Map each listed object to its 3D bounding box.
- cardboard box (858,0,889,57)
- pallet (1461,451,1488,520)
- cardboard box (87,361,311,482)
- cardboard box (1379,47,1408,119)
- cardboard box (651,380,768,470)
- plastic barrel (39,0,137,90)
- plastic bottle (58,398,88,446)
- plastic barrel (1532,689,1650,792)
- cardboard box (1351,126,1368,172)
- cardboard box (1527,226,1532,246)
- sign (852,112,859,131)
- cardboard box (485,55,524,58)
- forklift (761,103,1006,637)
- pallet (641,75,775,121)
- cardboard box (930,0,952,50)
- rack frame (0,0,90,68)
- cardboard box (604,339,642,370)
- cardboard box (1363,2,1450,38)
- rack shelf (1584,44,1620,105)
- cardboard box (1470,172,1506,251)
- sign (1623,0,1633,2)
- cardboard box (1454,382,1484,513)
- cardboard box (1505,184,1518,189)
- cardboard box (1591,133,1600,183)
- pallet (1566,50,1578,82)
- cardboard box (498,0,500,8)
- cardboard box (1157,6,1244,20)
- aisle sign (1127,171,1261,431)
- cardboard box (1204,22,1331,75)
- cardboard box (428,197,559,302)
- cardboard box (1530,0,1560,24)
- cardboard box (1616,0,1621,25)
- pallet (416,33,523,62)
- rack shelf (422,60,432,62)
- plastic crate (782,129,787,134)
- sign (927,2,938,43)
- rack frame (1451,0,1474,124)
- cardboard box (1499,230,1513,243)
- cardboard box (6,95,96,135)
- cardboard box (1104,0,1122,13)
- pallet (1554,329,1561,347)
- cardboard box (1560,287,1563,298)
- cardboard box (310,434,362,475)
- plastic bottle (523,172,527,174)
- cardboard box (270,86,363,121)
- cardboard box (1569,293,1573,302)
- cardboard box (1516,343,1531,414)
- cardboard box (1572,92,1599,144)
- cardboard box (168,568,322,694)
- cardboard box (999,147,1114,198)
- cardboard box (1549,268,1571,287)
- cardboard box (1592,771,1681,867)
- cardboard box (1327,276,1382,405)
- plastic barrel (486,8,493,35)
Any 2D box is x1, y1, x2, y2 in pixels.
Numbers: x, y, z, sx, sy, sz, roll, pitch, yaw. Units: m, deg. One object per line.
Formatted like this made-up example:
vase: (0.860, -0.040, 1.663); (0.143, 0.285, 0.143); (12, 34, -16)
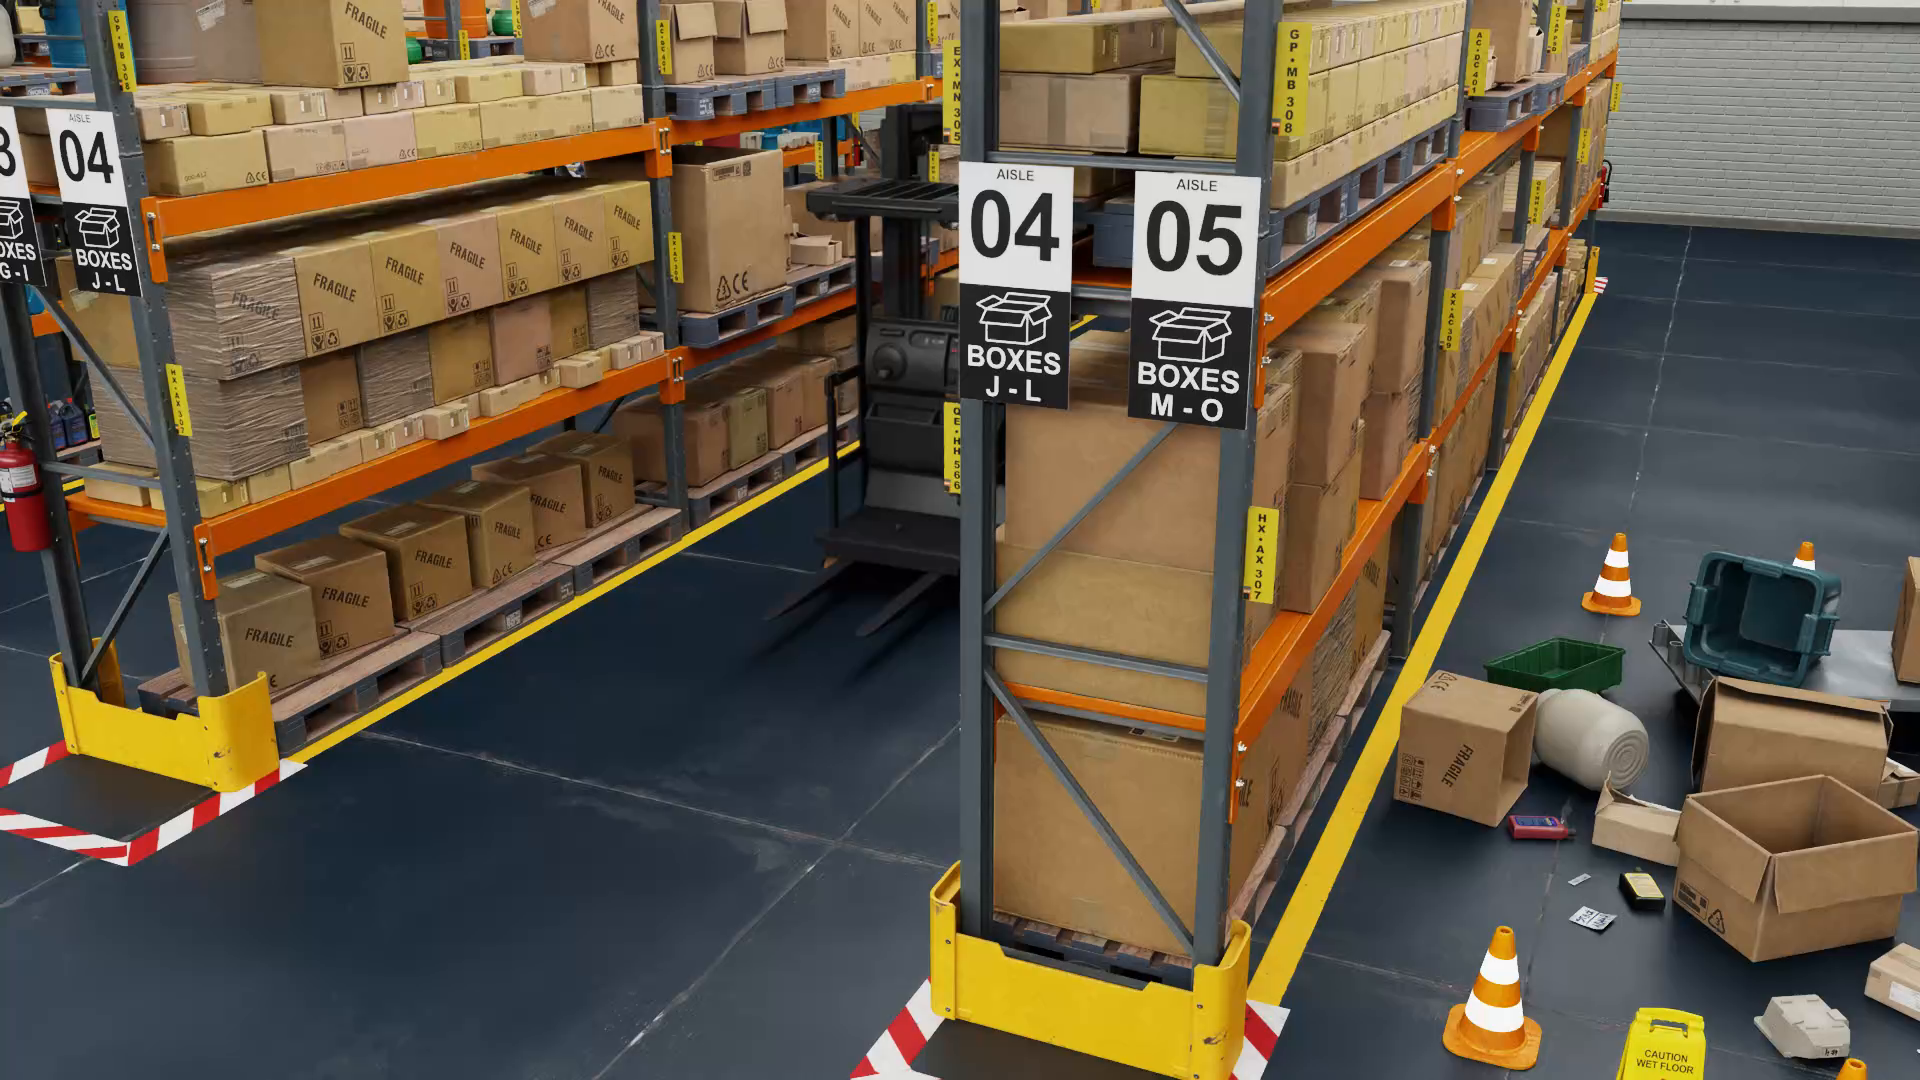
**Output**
cardboard box: (-0.895, -4.097, 13.141); (0.500, 0.500, 0.500); (8, 21, 23)
pallet: (3.365, -0.484, 12.514); (1.003, 0.211, 1.213); (9, 21, 23)
cardboard box: (-3.753, -0.646, 8.215); (0.875, 0.500, 0.500); (9, 21, 23)
cardboard box: (1.531, -1.886, 6.822); (0.500, 0.250, 0.500); (8, 21, 22)
cardboard box: (-1.882, -0.874, 12.525); (0.700, 0.500, 0.500); (8, 21, 22)
plastic barrel: (-6.874, -4.031, 13.103); (0.600, 0.901, 0.708); (9, 21, 23)
plastic bottle: (-6.885, -0.919, 12.874); (0.144, 0.351, 0.185); (8, 21, 21)
plastic barrel: (3.053, 0.966, 8.122); (0.421, 0.421, 0.512); (-9, 22, -24)
cardboard box: (1.326, -1.492, 6.310); (0.380, 0.149, 0.250); (9, 21, 23)
cardboard box: (4.560, -2.546, 13.899); (0.380, 0.149, 0.250); (9, 22, 24)
sign: (-1.462, -5.871, 23.258); (0.100, 0.325, 0.005); (9, 21, 23)
cardboard box: (-2.780, -2.990, 10.553); (0.380, 0.149, 0.250); (8, 21, 21)
forklift: (-0.244, -1.145, 10.313); (1.130, 2.935, 3.031); (8, 21, 22)
pallet: (-2.015, -3.016, 11.276); (1.213, 0.211, 1.003); (9, 21, 23)
cardboard box: (-0.543, -4.596, 14.658); (0.797, 0.503, 0.637); (10, 22, 26)
rack frame: (-6.884, -5.023, 12.163); (1.000, 3.000, 0.127); (9, 21, 23)
cardboard box: (-2.296, -1.217, 10.790); (0.380, 0.149, 0.250); (9, 21, 23)
cardboard box: (2.052, -2.412, 7.706); (0.380, 0.149, 0.250); (9, 21, 23)
rack shelf: (6.213, -4.937, 17.471); (1.077, 0.370, 4.000); (9, 21, 23)
cardboard box: (3.563, -2.411, 12.129); (0.700, 0.500, 0.500); (8, 21, 22)
sign: (7.530, -6.222, 18.690); (0.100, 0.325, 0.005); (9, 21, 23)
cardboard box: (3.070, -0.725, 11.760); (1.050, 0.750, 0.750); (9, 21, 24)
cardboard box: (4.659, -2.905, 14.020); (0.380, 0.149, 0.250); (9, 22, 24)
cardboard box: (6.669, -4.175, 18.140); (0.500, 0.500, 0.500); (9, 21, 23)
pallet: (4.622, -4.084, 14.280); (1.213, 0.211, 1.003); (9, 21, 23)
cardboard box: (-6.670, -7.779, 23.867); (0.500, 0.250, 0.500); (9, 21, 23)
cardboard box: (1.036, -2.191, 7.086); (0.380, 0.149, 0.250); (8, 21, 22)
aisle sign: (0.725, -0.745, 5.206); (0.394, 0.787, 0.004); (9, 21, 23)
cardboard box: (1.011, -1.633, 5.517); (0.380, 0.149, 0.250); (9, 21, 23)
cardboard box: (-2.708, -1.694, 9.671); (0.500, 0.500, 0.500); (9, 21, 23)
cardboard box: (4.385, -4.093, 12.732); (0.396, 0.266, 0.258); (9, 21, 23)
cardboard box: (7.076, -5.876, 18.517); (0.500, 0.250, 0.500); (8, 21, 21)
pallet: (-4.844, -4.964, 16.756); (1.003, 0.211, 1.213); (9, 21, 23)
rack shelf: (-4.427, -5.105, 17.944); (1.077, 0.370, 4.000); (9, 21, 23)
plastic crate: (-2.578, -5.652, 23.189); (0.250, 0.136, 0.298); (9, 21, 23)
sign: (-0.233, -4.322, 13.896); (0.100, 0.325, 0.005); (9, 21, 23)
rack frame: (2.118, -3.632, 8.252); (1.000, 3.000, 0.127); (9, 21, 23)
cardboard box: (4.137, -2.368, 12.955); (0.380, 0.149, 0.250); (10, 22, 25)
cardboard box: (-4.174, -1.952, 7.634); (0.380, 0.149, 0.250); (9, 21, 23)
cardboard box: (1.401, -6.079, 18.684); (0.700, 0.500, 0.500); (10, 22, 25)
pallet: (5.637, -2.147, 17.192); (1.003, 0.211, 1.213); (9, 21, 23)
cardboard box: (6.171, -2.645, 17.613); (0.380, 0.149, 0.250); (10, 22, 25)
cardboard box: (-3.350, -0.458, 8.654); (0.380, 0.149, 0.250); (9, 21, 23)
plastic bottle: (-4.794, -3.933, 18.224); (0.061, 0.283, 0.133); (9, 21, 23)
cardboard box: (-3.214, -2.184, 8.287); (0.380, 0.149, 0.250); (8, 21, 23)
cardboard box: (6.541, -2.733, 18.304); (0.380, 0.149, 0.250); (9, 21, 24)
cardboard box: (4.481, -1.384, 13.987); (0.500, 0.500, 0.500); (9, 21, 23)
cardboard box: (6.234, -4.324, 17.066); (0.500, 0.500, 0.500); (9, 21, 24)
cardboard box: (-3.732, 0.497, 8.698); (0.500, 0.500, 0.500); (13, 23, 33)
cardboard box: (0.307, -1.271, 5.688); (0.380, 0.149, 0.250); (9, 21, 23)
cardboard box: (6.215, -2.772, 17.528); (0.380, 0.149, 0.250); (9, 21, 24)
cardboard box: (3.095, 1.261, 7.527); (0.396, 0.266, 0.258); (13, 23, 32)
cardboard box: (1.470, -0.947, 7.818); (0.875, 0.550, 0.550); (9, 21, 23)
plastic barrel: (-4.941, -5.313, 17.035); (0.301, 0.262, 0.301); (0, 20, 0)
